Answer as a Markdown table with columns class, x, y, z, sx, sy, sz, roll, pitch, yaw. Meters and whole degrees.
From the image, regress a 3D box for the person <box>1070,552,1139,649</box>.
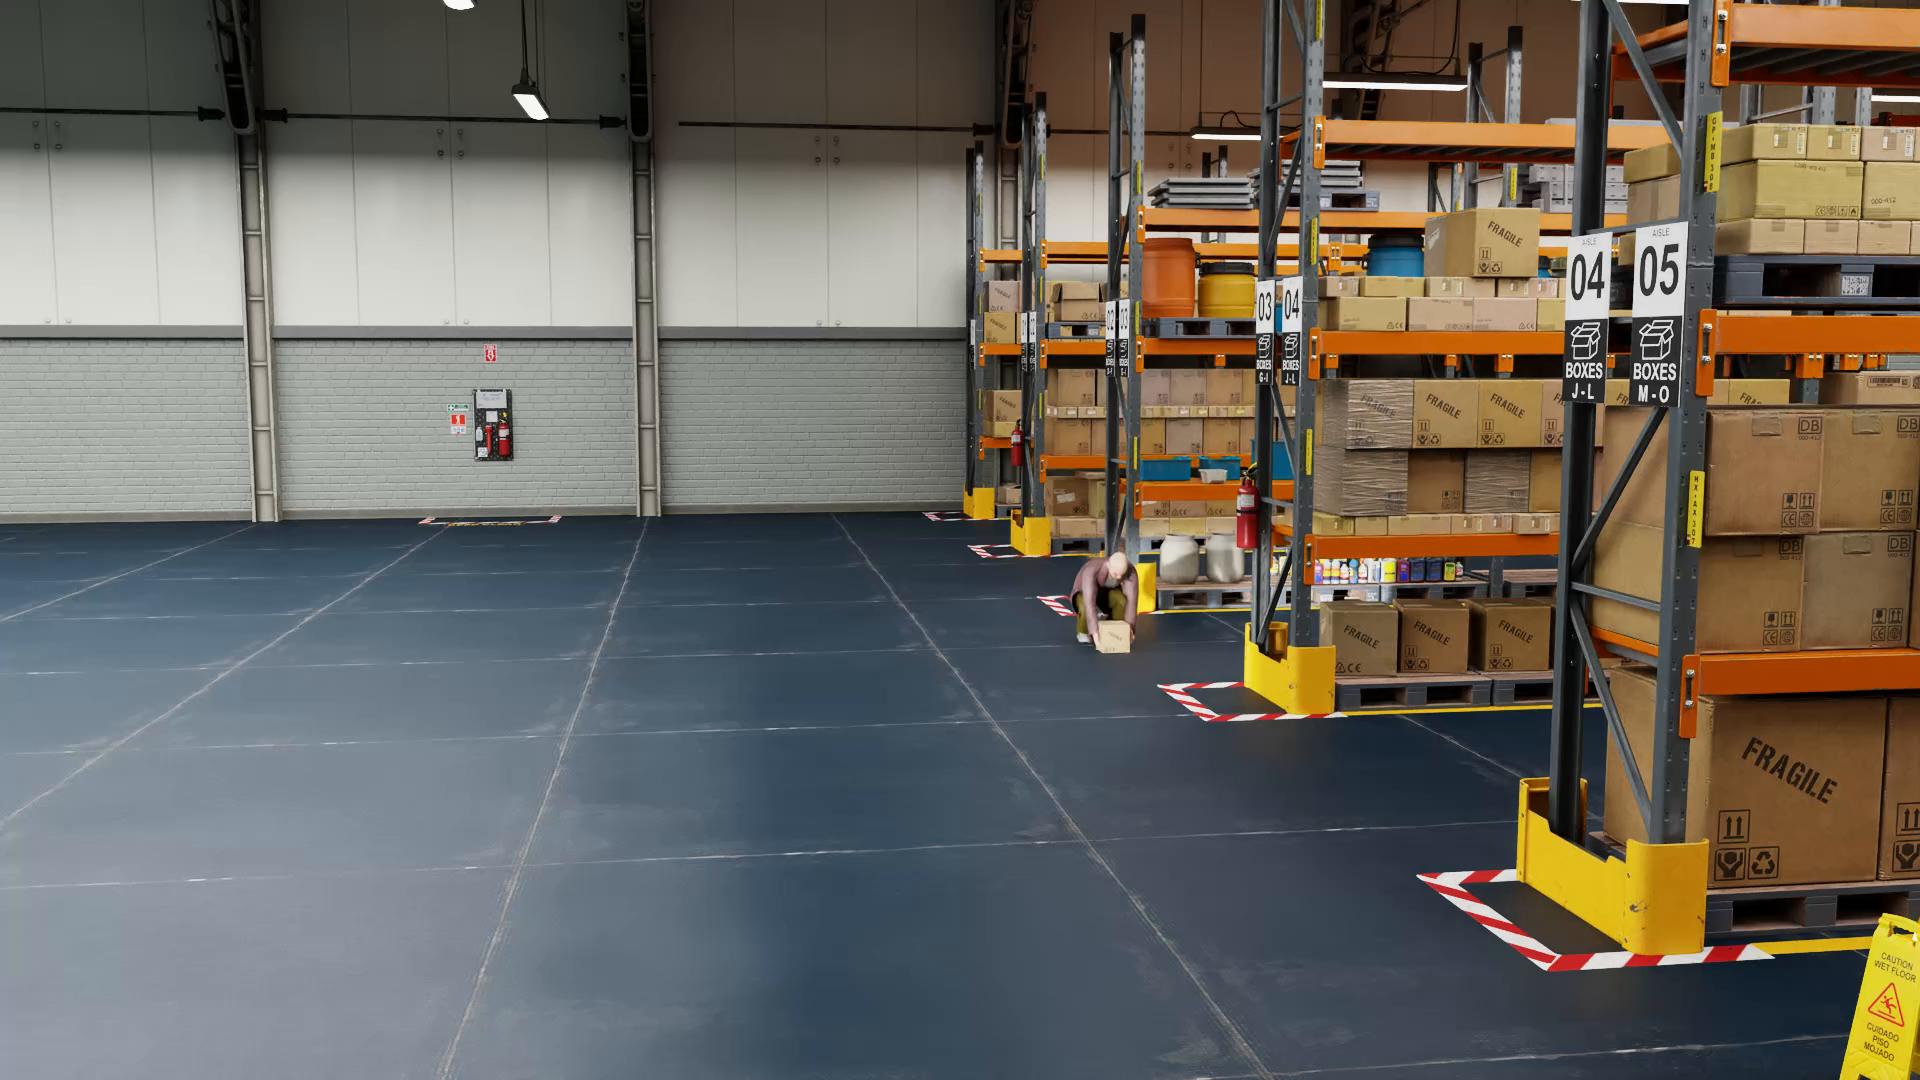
| class | x | y | z | sx | sy | sz | roll | pitch | yaw |
| --- | --- | --- | --- | --- | --- | --- | --- | --- | --- |
| person | 1.318 | 0.514 | 15.213 | 0.600 | 0.886 | 0.899 | -1 | 6 | -9 |
